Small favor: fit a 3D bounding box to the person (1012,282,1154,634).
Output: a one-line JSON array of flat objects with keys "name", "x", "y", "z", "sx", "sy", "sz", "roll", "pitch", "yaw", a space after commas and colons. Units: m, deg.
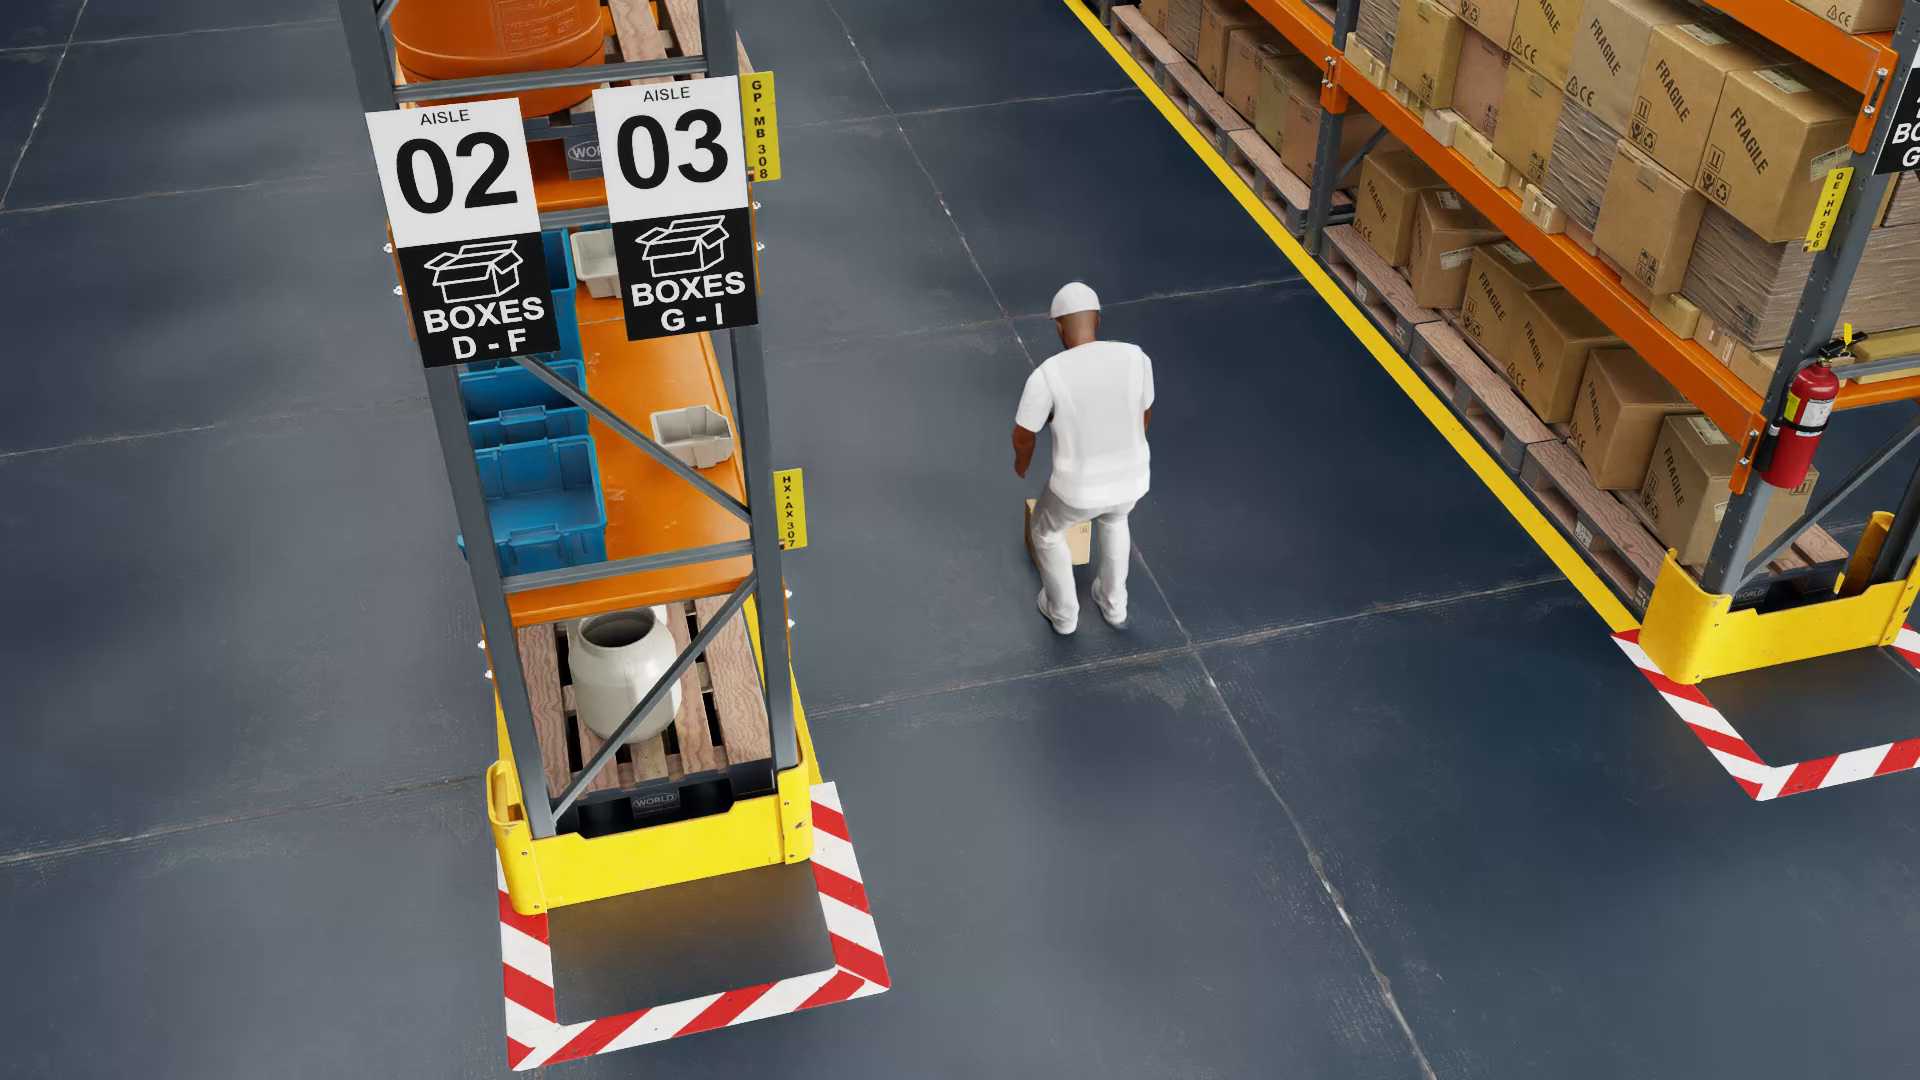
[{"name": "person", "x": 0.530, "y": -0.317, "z": 7.228, "sx": 0.616, "sy": 1.614, "sz": 0.599, "roll": -9, "pitch": 39, "yaw": -11}]
